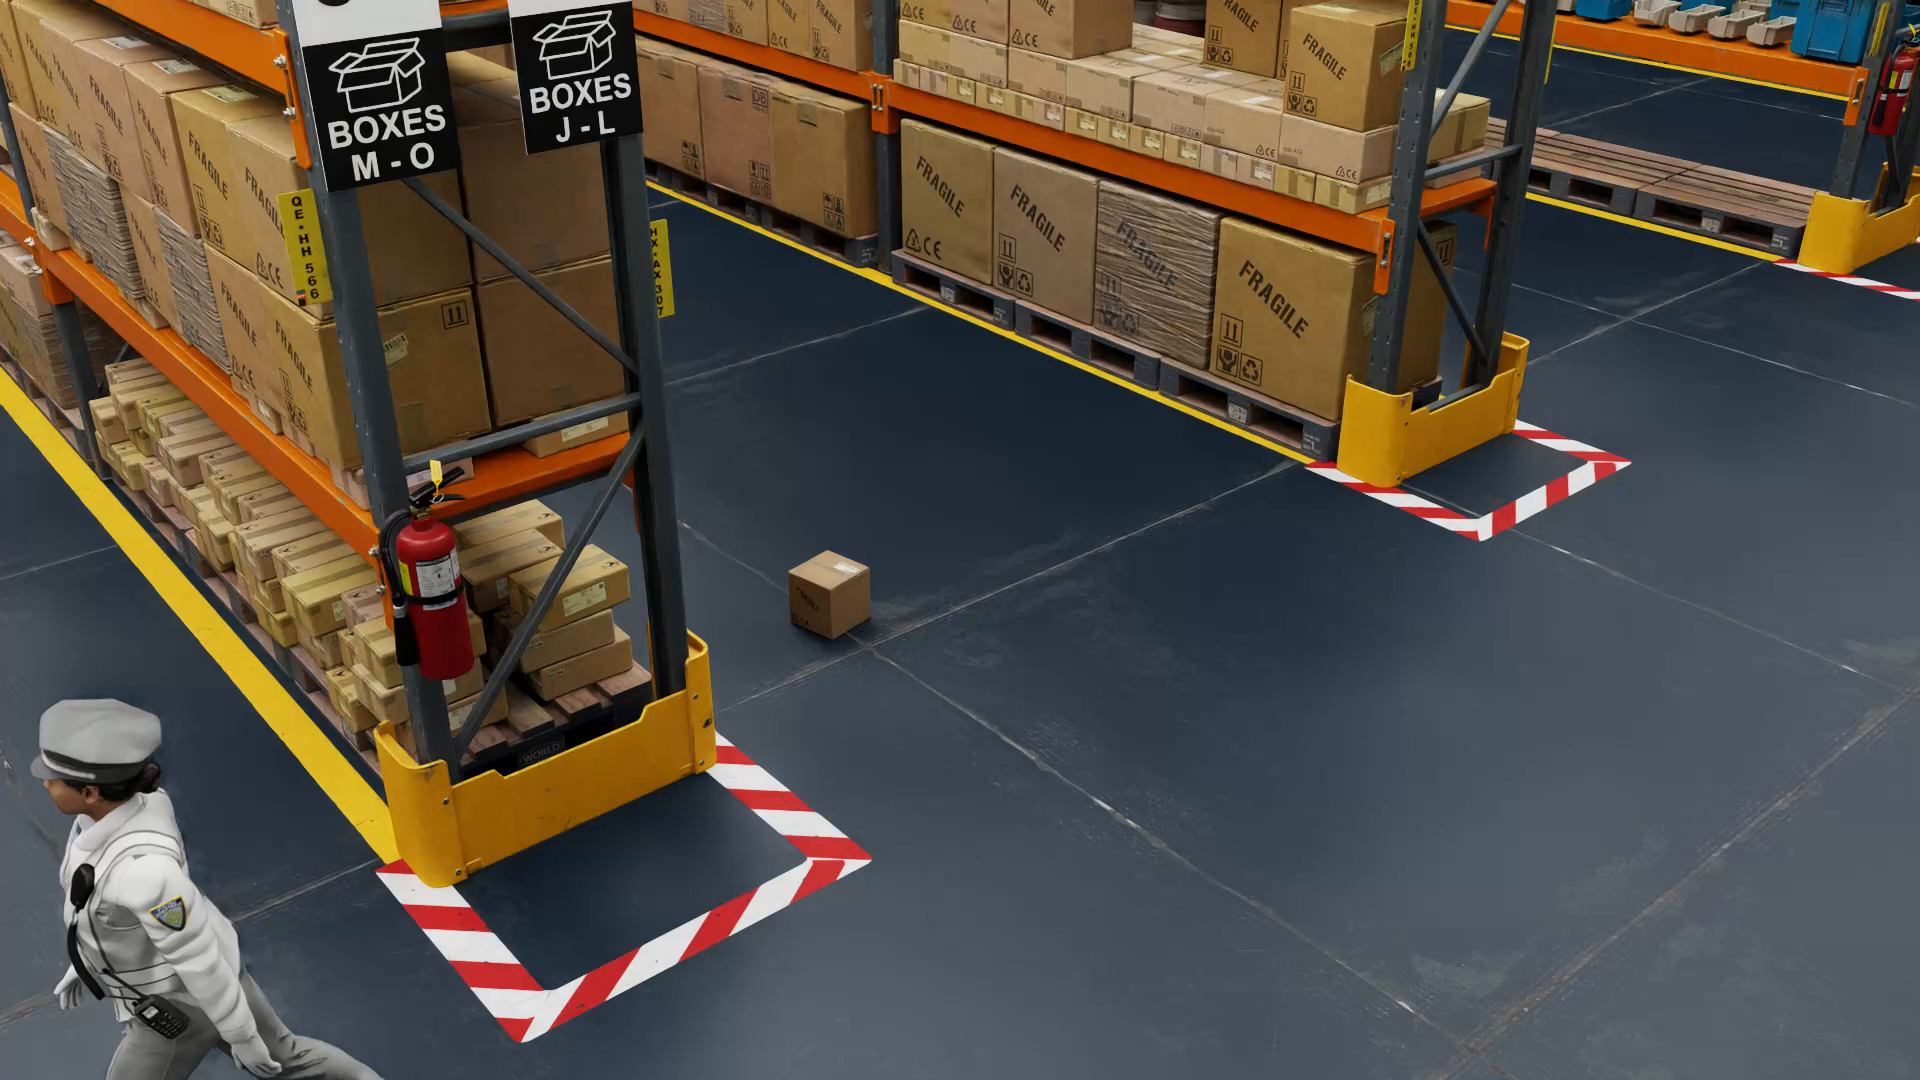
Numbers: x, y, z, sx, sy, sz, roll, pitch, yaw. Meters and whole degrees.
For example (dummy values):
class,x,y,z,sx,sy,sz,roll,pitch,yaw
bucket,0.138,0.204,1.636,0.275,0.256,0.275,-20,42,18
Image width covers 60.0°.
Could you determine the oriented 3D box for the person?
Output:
class,x,y,z,sx,sy,sz,roll,pitch,yaw
person,-1.978,1.090,4.066,1.070,1.609,0.531,-11,30,-20
